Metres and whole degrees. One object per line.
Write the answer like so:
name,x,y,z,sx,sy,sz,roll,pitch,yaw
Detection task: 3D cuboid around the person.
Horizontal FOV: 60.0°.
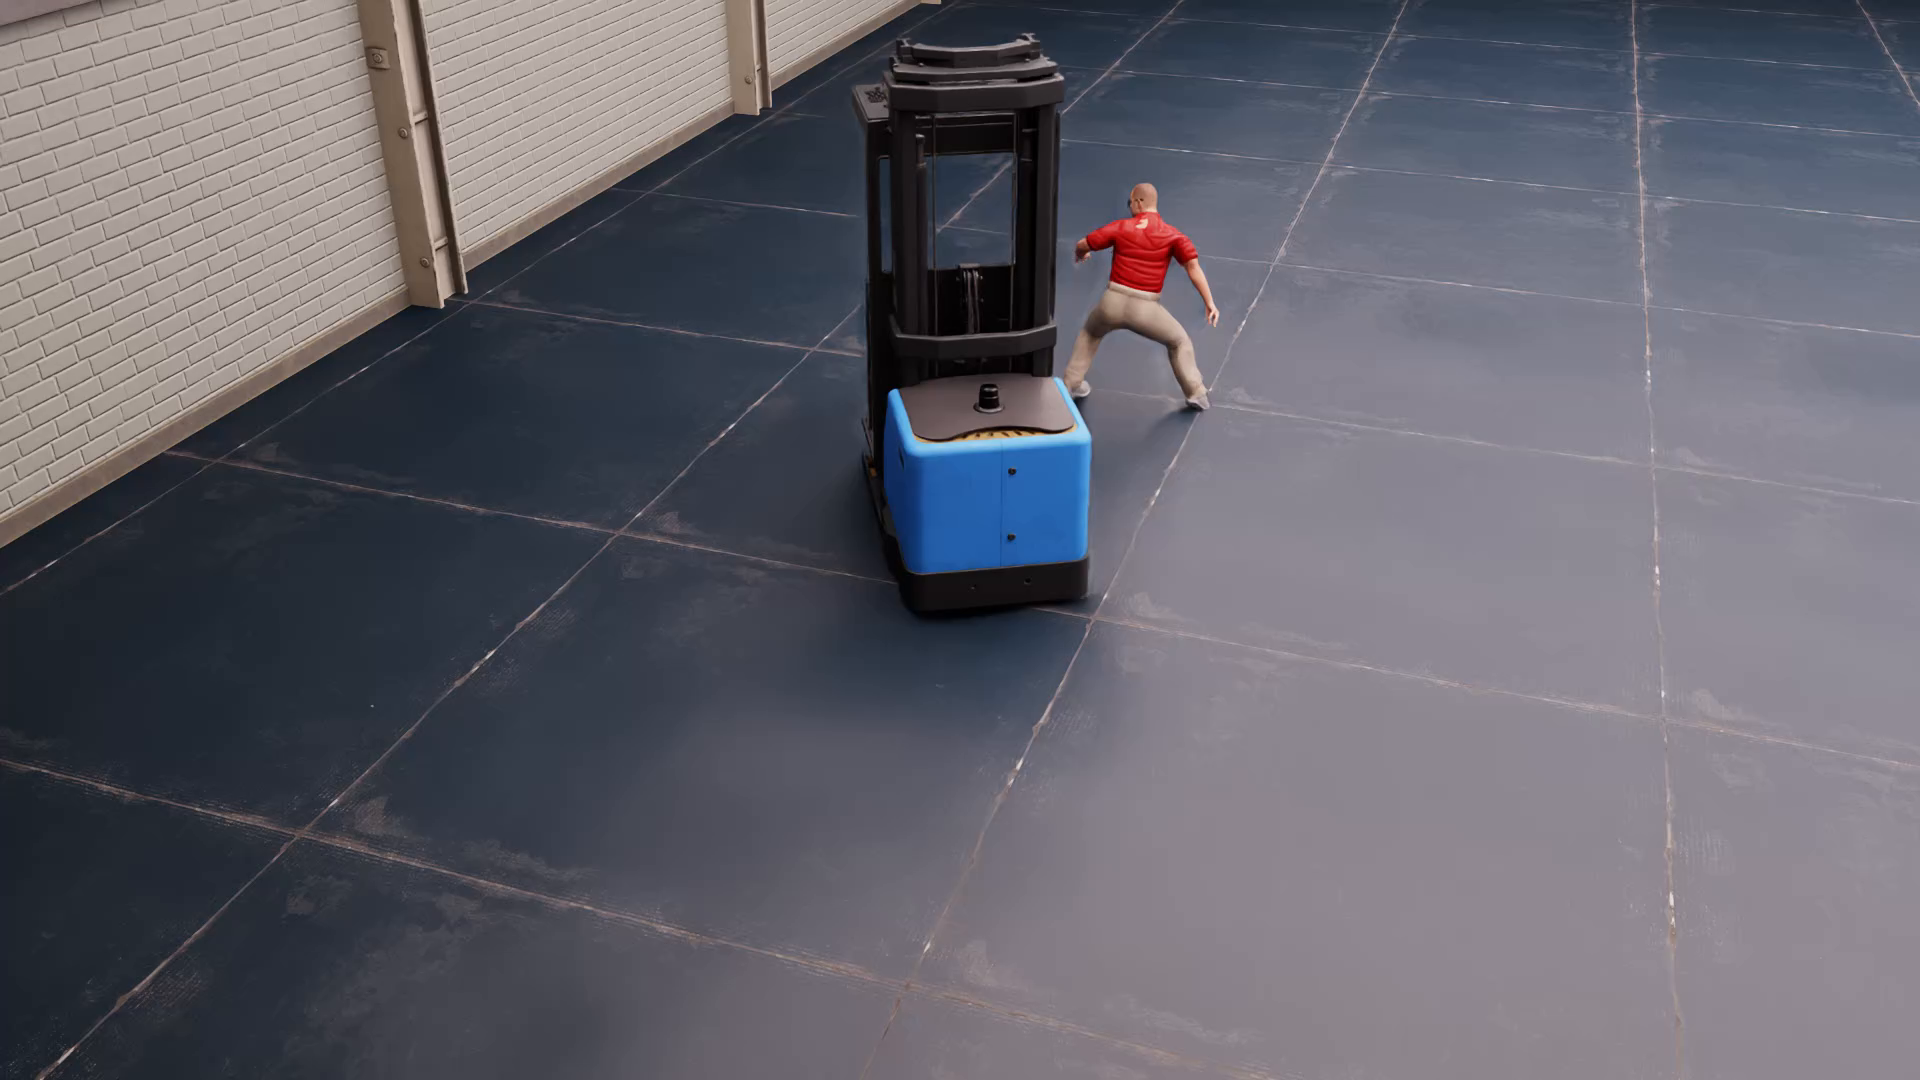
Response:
person,1.263,-1.580,11.425,1.109,1.703,0.578,10,31,16

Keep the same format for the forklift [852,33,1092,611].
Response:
forklift,-0.026,-1.587,9.921,1.130,2.935,3.031,-5,30,-8
